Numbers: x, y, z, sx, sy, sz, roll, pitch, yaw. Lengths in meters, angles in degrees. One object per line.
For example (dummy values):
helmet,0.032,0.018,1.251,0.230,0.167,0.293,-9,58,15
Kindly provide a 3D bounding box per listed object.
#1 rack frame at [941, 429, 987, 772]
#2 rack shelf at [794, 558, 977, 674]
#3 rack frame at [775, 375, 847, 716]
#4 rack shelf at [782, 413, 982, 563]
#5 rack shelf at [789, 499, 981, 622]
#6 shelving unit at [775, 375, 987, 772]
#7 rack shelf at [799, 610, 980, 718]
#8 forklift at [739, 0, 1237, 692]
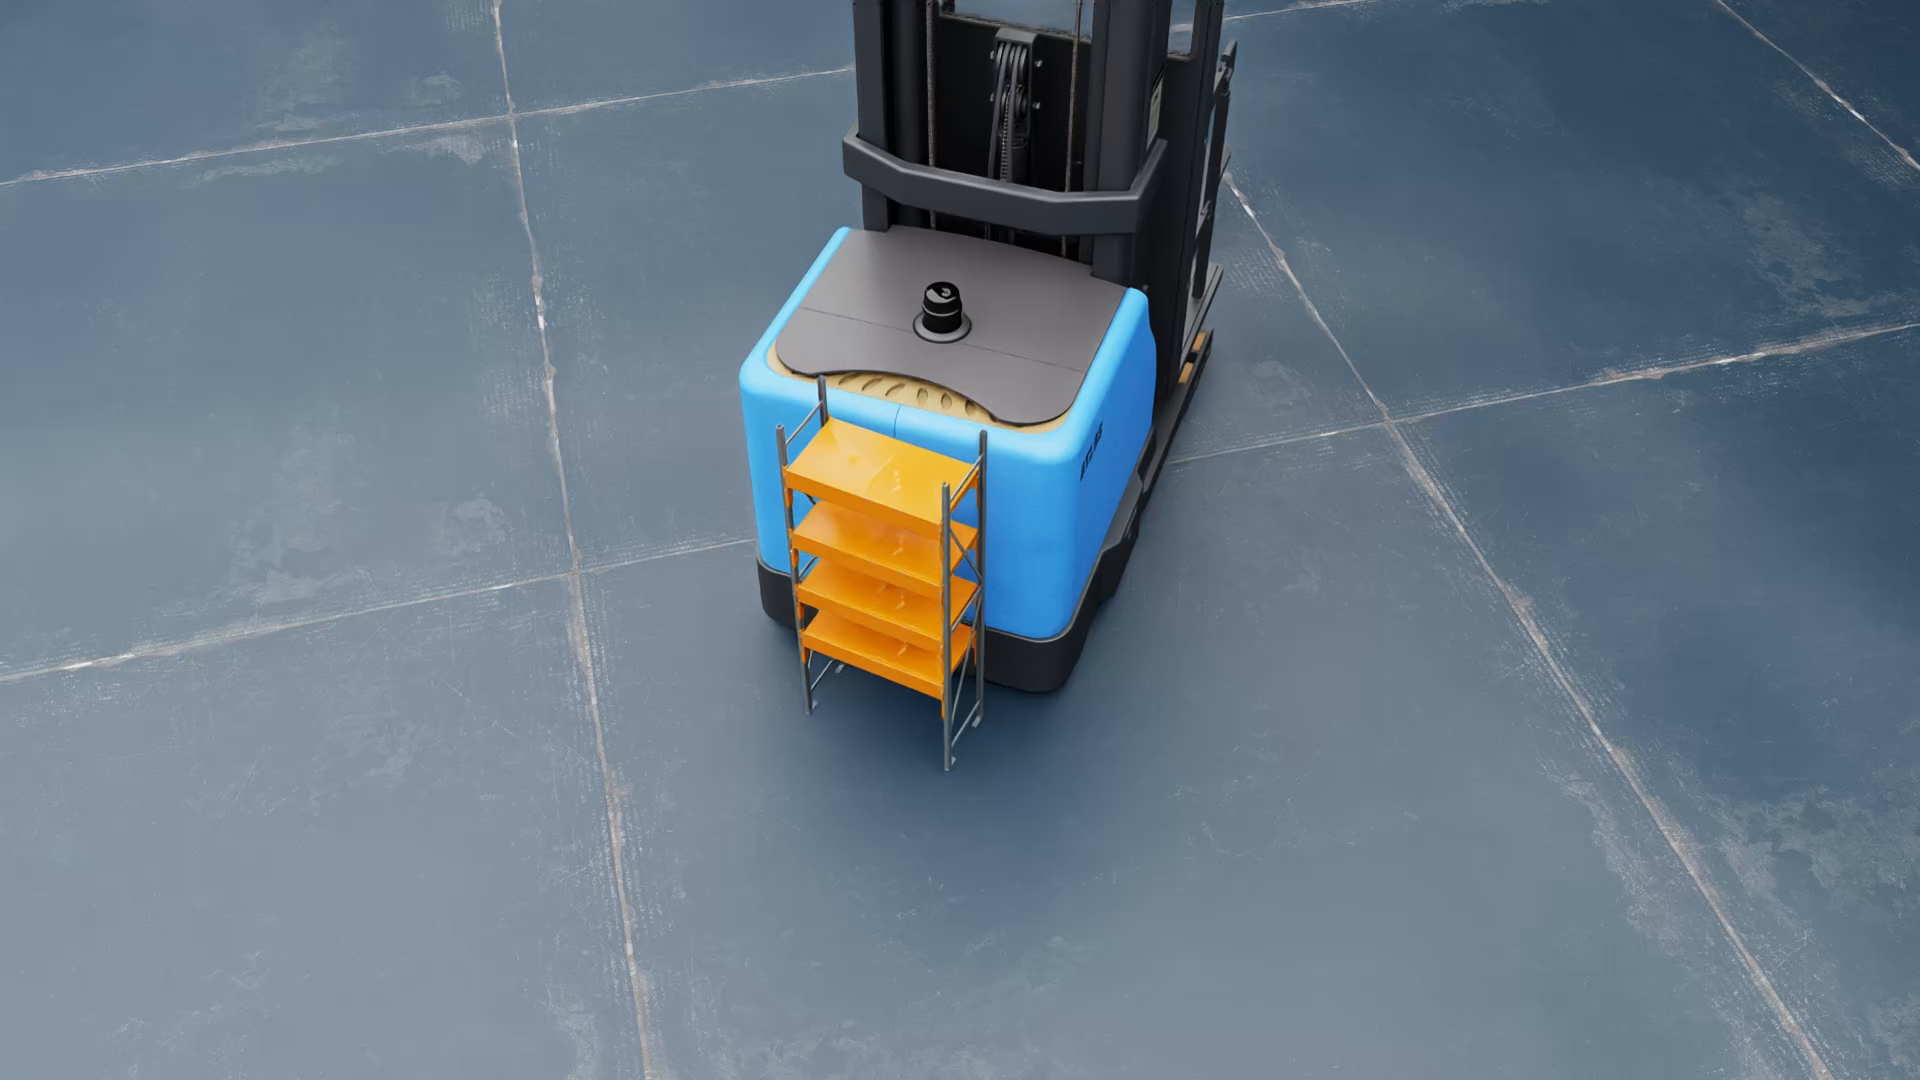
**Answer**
rack frame,0.012,0.207,4.707,0.015,1.200,0.240,20,49,18
rack shelf,-0.206,0.176,4.831,0.480,0.148,0.258,20,49,18
rack frame,-0.425,0.051,4.859,0.015,1.200,0.240,20,49,18
rack shelf,-0.206,-0.146,4.503,0.480,0.148,0.258,20,49,18
rack shelf,-0.206,0.020,4.672,0.480,0.148,0.258,20,49,18
shelving unit,-0.206,0.129,4.783,0.503,1.200,0.258,20,49,18
rack shelf,-0.206,0.315,4.973,0.480,0.148,0.258,20,49,18
forklift,0.326,-1.623,5.288,1.130,2.935,3.031,14,47,14
